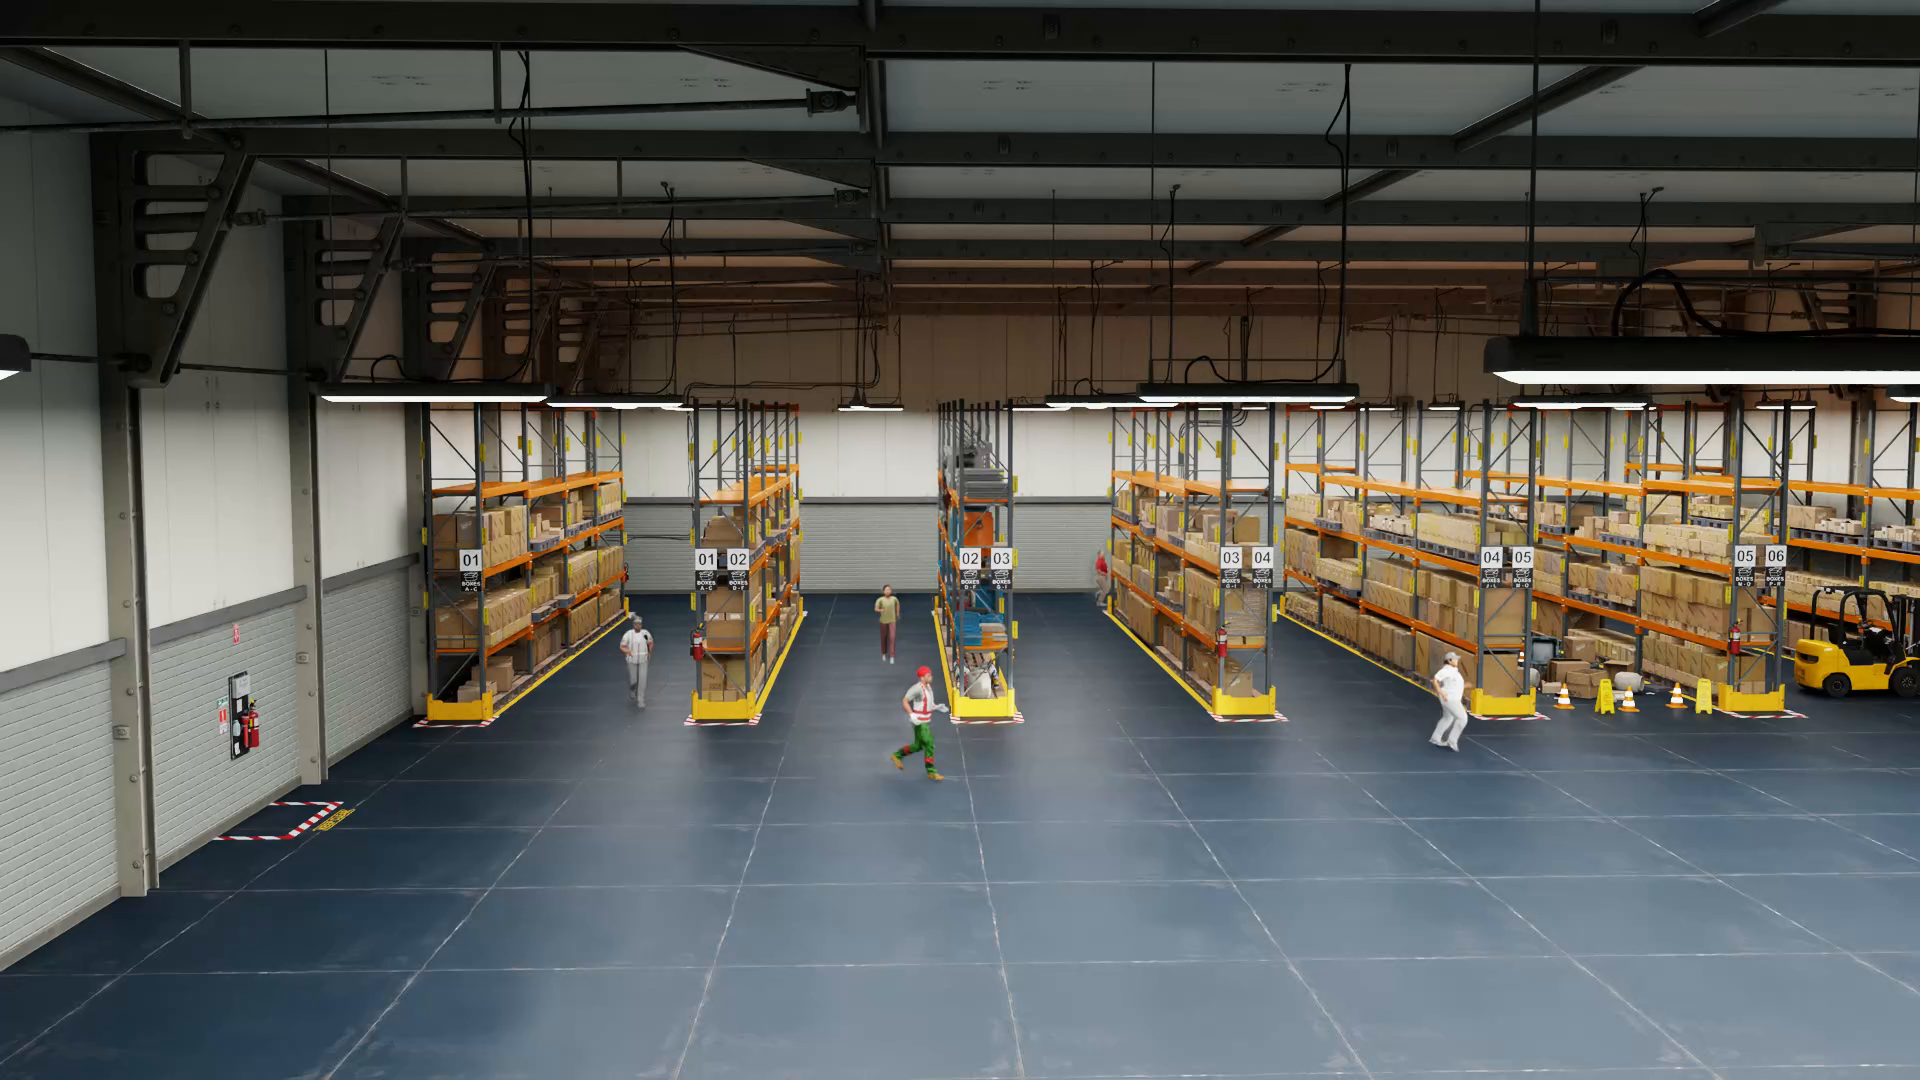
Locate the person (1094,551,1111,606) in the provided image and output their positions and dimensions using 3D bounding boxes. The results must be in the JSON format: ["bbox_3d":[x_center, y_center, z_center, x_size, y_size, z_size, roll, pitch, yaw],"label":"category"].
[{"bbox_3d":[4.233,1.136,49.413,0.572,1.653,0.694,2,5,19],"label":"person"}]

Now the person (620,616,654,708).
[{"bbox_3d":[-6.305,2.356,32.535,0.673,1.754,0.900,-1,5,-18],"label":"person"}]

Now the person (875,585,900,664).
[{"bbox_3d":[-1.577,1.822,36.256,0.568,1.697,0.885,-1,4,-8],"label":"person"}]

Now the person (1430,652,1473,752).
[{"bbox_3d":[8.354,2.754,28.290,0.711,1.708,0.575,2,5,25],"label":"person"}]

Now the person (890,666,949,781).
[{"bbox_3d":[-0.673,2.856,26.095,0.962,1.774,0.631,1,5,19],"label":"person"}]
